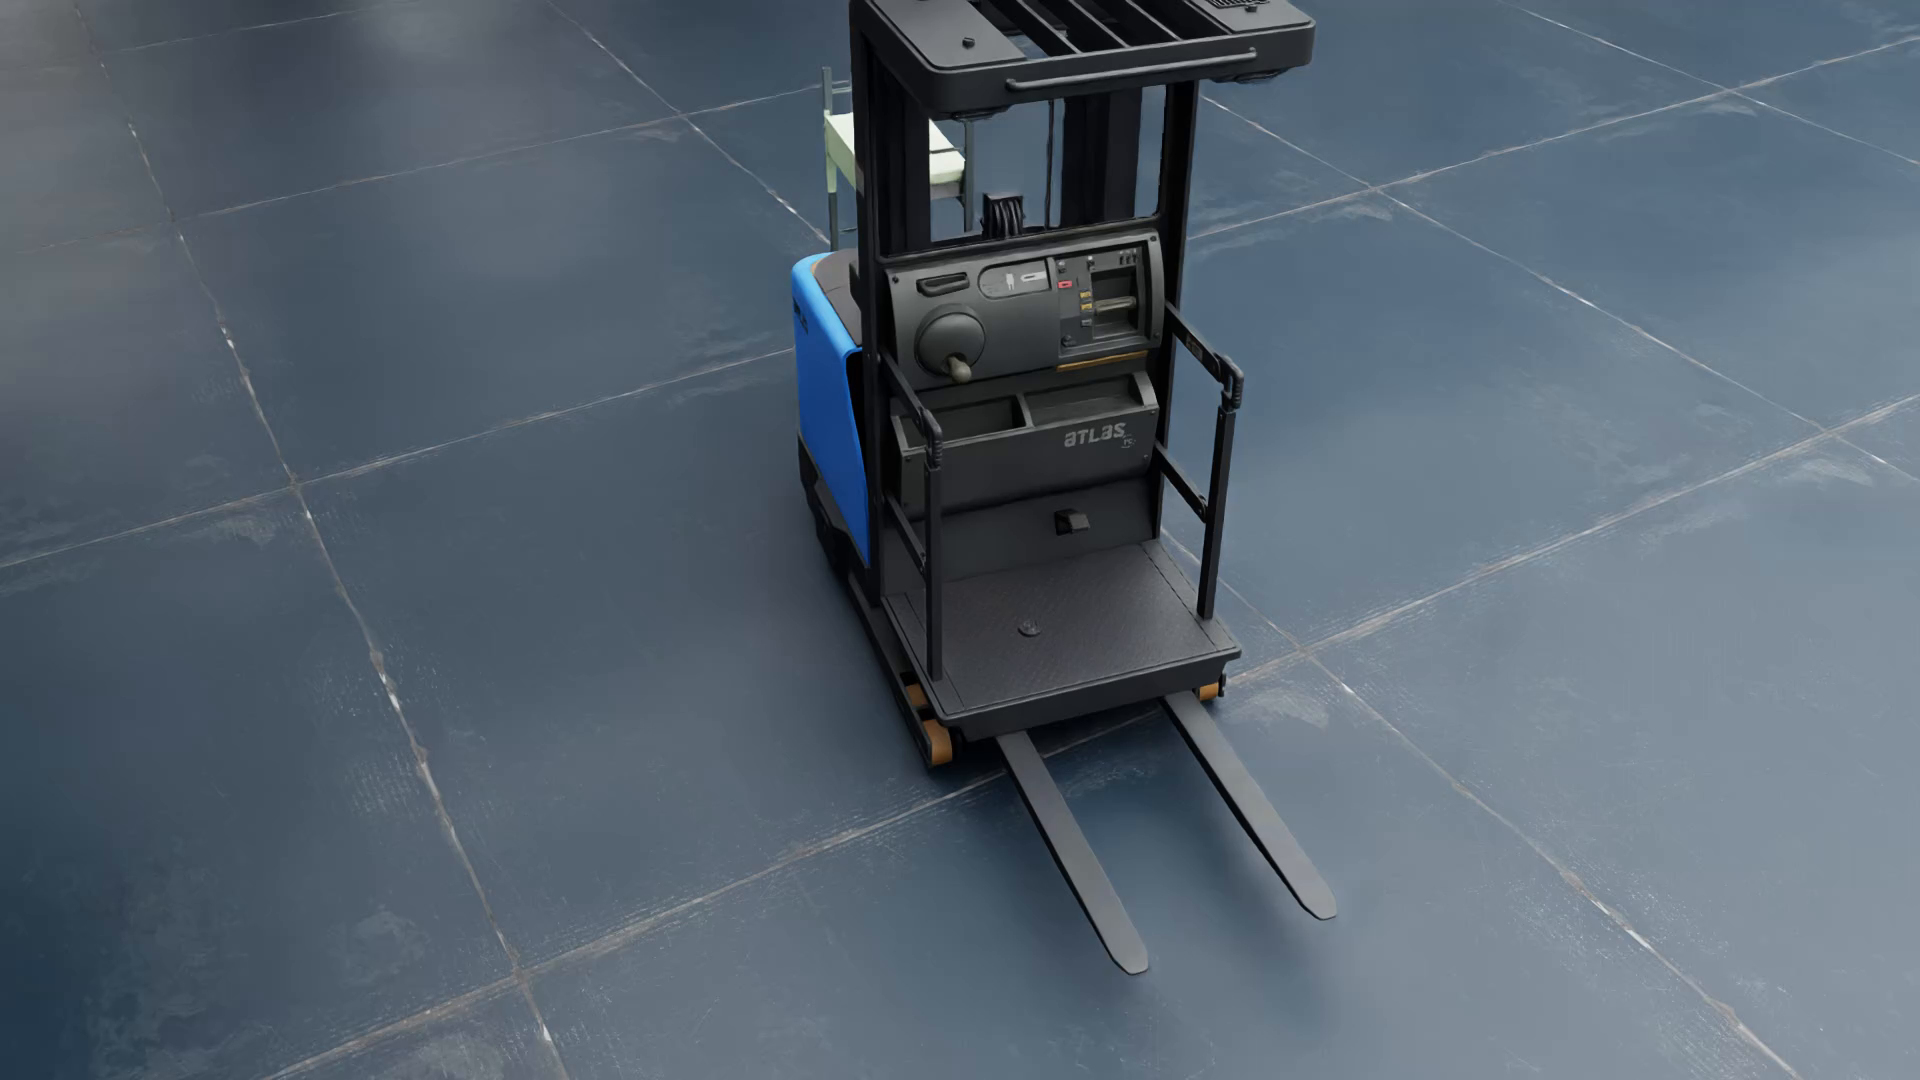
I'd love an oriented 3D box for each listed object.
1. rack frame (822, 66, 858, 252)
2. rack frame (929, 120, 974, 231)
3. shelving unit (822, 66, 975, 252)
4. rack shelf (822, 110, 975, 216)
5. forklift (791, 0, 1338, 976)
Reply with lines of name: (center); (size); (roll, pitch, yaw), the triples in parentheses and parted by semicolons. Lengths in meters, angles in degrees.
rack frame: (-0.380, -1.384, 7.374); (0.400, 1.500, 0.023); (-12, 38, -15)
rack frame: (-0.139, -0.977, 6.816); (0.400, 1.500, 0.023); (-12, 38, -15)
shelving unit: (-0.260, -1.180, 7.095); (0.431, 1.500, 0.755); (-12, 38, -15)
rack shelf: (-0.260, -1.496, 6.864); (0.431, 0.370, 0.720); (-12, 38, -15)
forklift: (0.295, -0.684, 5.201); (1.130, 2.935, 3.031); (-12, 38, -15)
